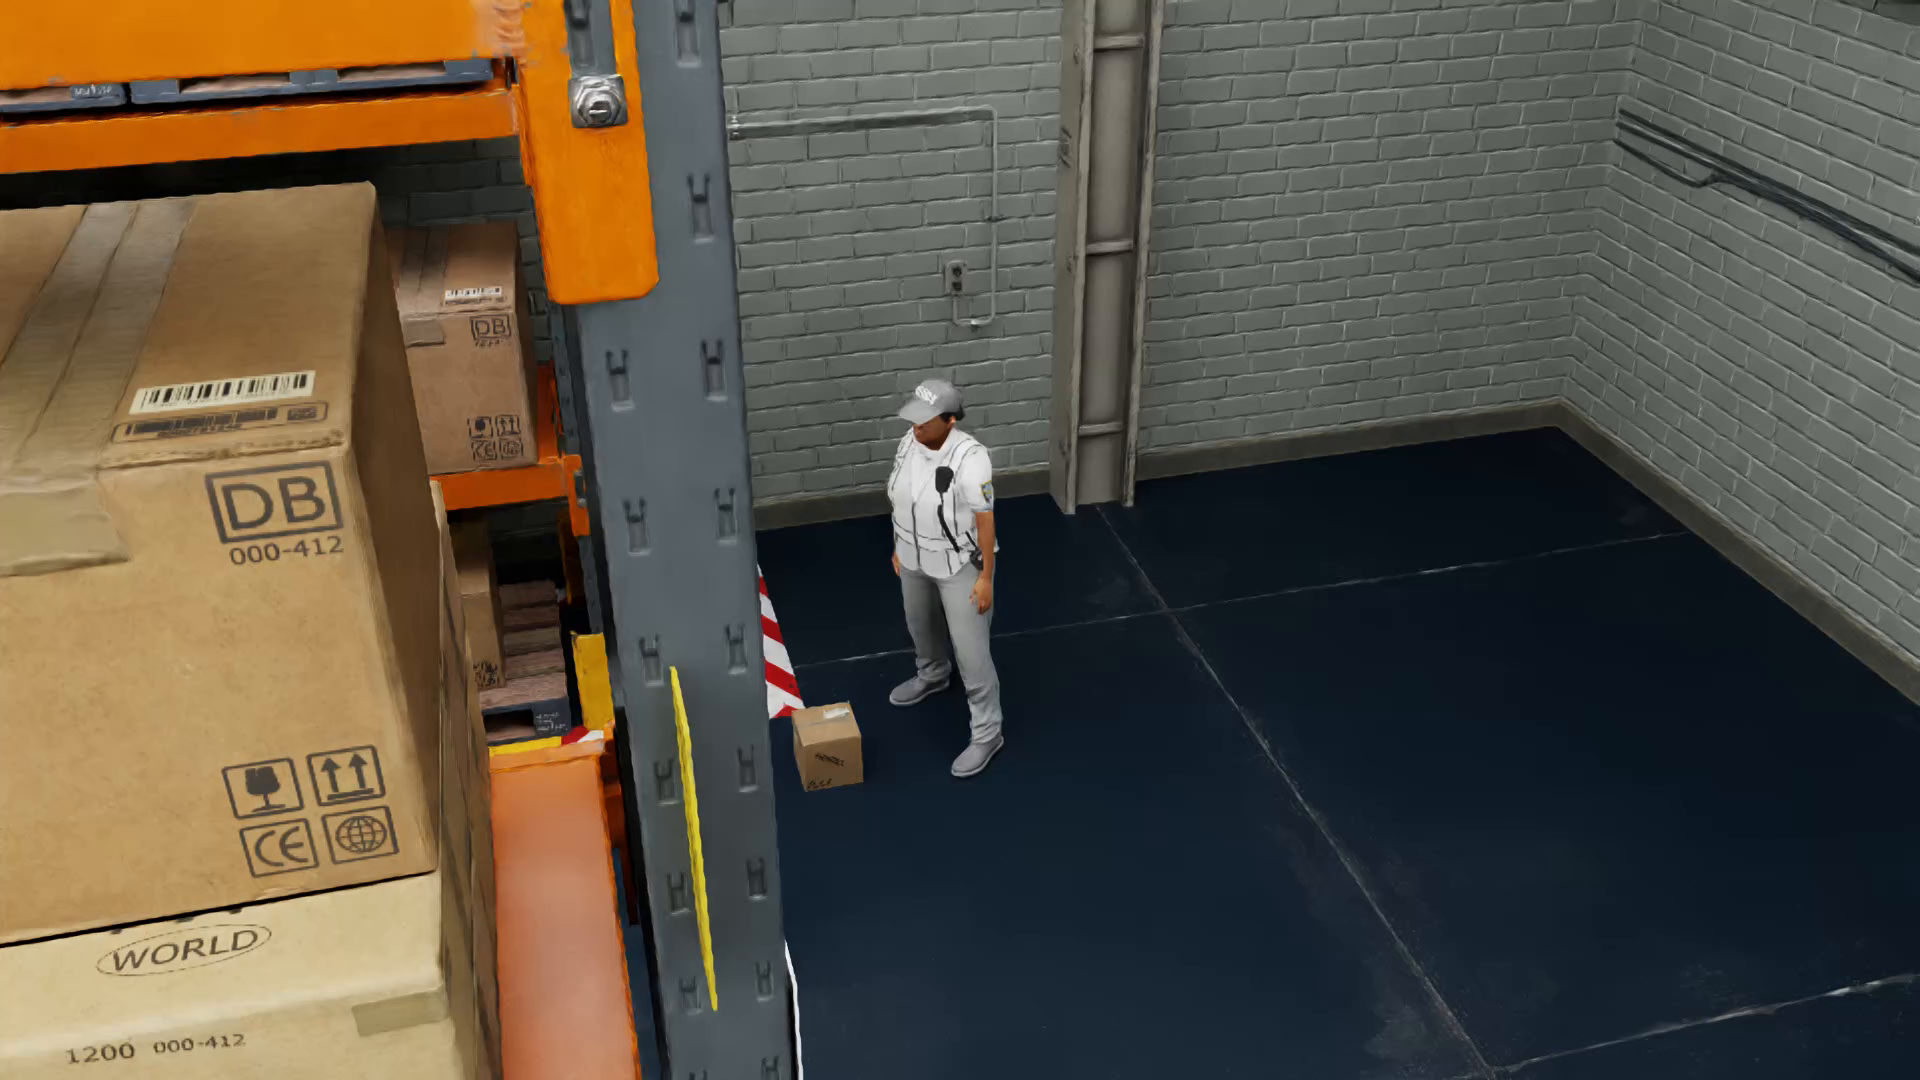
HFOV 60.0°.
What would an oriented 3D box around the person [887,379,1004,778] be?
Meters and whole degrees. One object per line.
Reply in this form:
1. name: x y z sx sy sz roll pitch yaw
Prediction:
1. person: -0.068 0.105 6.922 0.651 1.657 0.529 21 36 31
